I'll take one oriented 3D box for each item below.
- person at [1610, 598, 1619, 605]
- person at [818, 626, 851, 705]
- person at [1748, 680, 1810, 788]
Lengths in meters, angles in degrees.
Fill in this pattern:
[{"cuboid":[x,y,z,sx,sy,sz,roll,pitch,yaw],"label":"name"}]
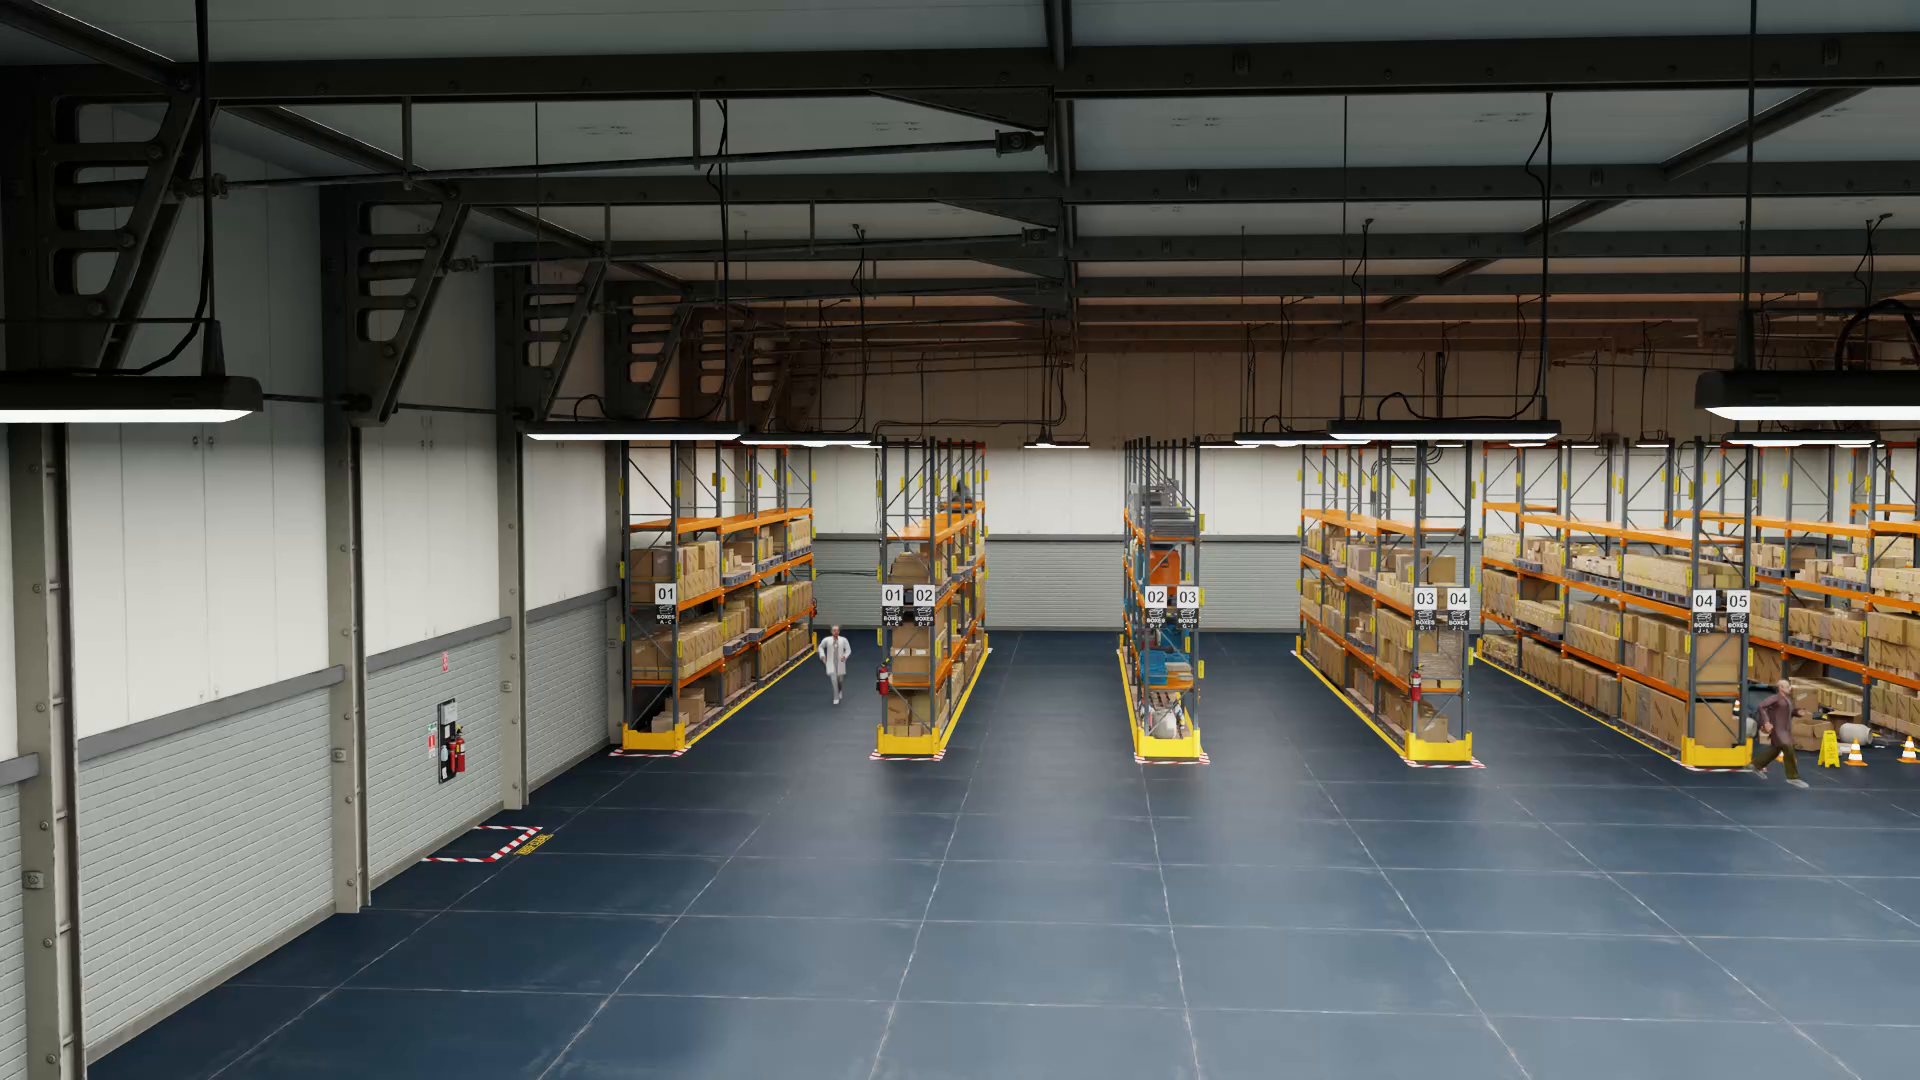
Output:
[{"cuboid":[18.499,2.294,47.417,0.705,1.824,0.632,0,3,-3],"label":"person"},{"cuboid":[-2.850,2.858,37.809,0.738,1.688,0.866,-1,3,-10],"label":"person"},{"cuboid":[14.008,3.277,28.434,0.690,1.789,1.046,-3,4,-44],"label":"person"}]
